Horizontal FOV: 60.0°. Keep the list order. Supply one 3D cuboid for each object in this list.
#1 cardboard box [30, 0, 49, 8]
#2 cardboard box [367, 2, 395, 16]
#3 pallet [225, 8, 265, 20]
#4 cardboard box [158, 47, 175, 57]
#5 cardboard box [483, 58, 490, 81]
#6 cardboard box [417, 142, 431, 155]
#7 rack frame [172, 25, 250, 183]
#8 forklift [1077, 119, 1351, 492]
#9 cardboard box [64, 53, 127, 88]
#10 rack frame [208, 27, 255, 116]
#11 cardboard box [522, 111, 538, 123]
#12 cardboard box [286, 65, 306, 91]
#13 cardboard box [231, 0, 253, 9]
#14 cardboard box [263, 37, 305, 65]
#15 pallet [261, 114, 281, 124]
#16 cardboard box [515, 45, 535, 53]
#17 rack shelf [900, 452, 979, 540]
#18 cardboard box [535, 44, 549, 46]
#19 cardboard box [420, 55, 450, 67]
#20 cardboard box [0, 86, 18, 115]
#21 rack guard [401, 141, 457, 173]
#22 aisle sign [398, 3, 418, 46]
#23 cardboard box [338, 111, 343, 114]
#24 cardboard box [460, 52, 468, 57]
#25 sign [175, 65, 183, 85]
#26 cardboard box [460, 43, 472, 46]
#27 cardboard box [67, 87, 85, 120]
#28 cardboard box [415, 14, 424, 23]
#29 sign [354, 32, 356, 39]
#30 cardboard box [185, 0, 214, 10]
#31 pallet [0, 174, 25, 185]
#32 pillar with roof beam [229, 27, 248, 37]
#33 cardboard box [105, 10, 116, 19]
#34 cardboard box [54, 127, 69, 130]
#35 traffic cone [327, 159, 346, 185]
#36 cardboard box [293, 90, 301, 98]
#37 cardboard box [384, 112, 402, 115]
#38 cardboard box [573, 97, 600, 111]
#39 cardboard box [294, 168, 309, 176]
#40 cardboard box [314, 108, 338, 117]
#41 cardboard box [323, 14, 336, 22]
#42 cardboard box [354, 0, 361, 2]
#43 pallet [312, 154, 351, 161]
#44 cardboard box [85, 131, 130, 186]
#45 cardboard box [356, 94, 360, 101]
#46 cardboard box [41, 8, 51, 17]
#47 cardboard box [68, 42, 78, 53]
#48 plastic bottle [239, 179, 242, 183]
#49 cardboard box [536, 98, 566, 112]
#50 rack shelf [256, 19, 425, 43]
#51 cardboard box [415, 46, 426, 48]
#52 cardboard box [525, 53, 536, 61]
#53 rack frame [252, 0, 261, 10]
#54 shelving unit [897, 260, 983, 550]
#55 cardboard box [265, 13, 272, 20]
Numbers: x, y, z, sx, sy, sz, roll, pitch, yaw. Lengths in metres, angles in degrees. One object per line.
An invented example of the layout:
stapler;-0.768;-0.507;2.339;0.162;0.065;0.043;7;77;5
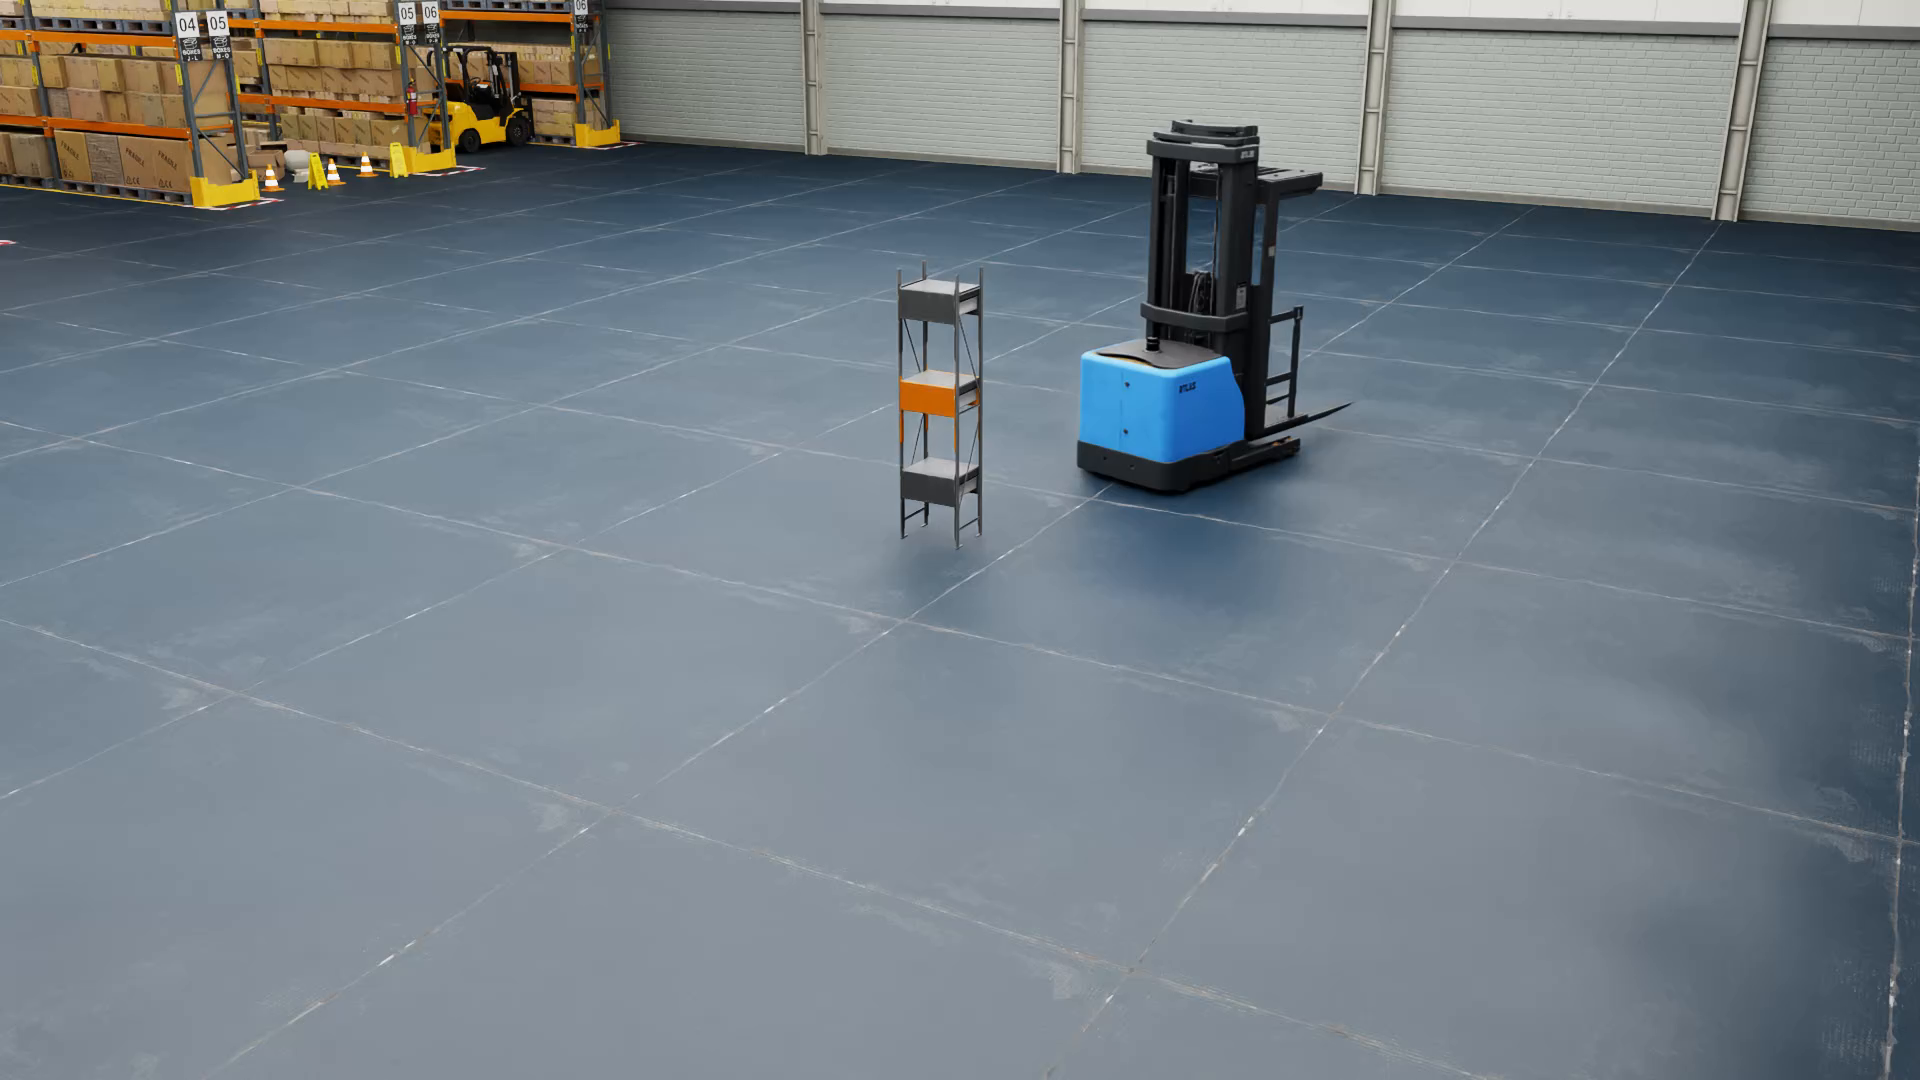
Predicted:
cardboard box;-16.094;-9.570;29.471;0.500;0.250;0.500;11;23;28
cardboard box;-11.145;-10.320;32.302;0.500;0.250;0.500;10;22;27
pallet;-14.545;-10.957;34.550;1.003;0.211;1.213;11;23;27
cardboard box;-16.812;-10.322;35.724;0.500;0.500;0.500;12;23;30
cardboard box;-10.476;-10.709;37.843;0.500;0.500;0.500;11;22;27
cardboard box;-11.136;-7.957;33.819;0.500;0.250;0.500;11;22;27
rack frame;-12.892;-7.346;28.717;0.127;3.000;1.000;11;23;27
forklift;2.414;-2.193;14.612;3.031;2.935;1.130;-19;27;-41
cardboard box;-15.542;-8.461;29.987;0.550;0.550;0.875;11;23;27
rack frame;-18.625;-12.310;42.402;0.127;3.000;1.000;11;23;27
cardboard box;-9.620;-9.608;37.638;0.500;0.250;0.500;10;22;26
cardboard box;-13.361;-9.455;33.950;0.500;0.500;0.500;11;23;27
cardboard box;-14.639;-11.092;34.250;0.500;0.250;0.500;10;22;26
cardboard box;-13.780;-10.020;34.041;0.500;0.500;0.700;11;22;27
pallet;-16.827;-10.672;41.977;1.213;0.211;1.003;11;23;27
cardboard box;-9.728;-10.985;37.216;0.250;0.149;0.380;11;23;28
rack shelf;-0.145;-0.344;12.826;0.480;0.518;0.431;11;23;27
cardboard box;-9.419;-11.174;37.736;0.250;0.149;0.380;10;22;26
cardboard box;-12.194;-11.150;38.690;0.500;0.250;0.500;10;22;26
cardboard box;-17.411;-8.149;30.785;0.500;0.500;0.500;11;22;27
rack guard;-10.633;-7.674;33.286;0.348;0.500;1.175;11;23;27
aisle sign;-10.654;-9.961;32.116;0.004;0.787;0.394;11;23;27
cardboard box;-12.966;-8.656;34.646;0.500;0.500;0.500;11;23;28
cardboard box;-11.264;-11.158;38.127;0.250;0.149;0.380;11;23;29
sign;-13.169;-7.842;28.040;0.005;0.325;0.100;11;23;27
cardboard box;-11.226;-11.319;38.135;0.250;0.149;0.380;11;23;28
cardboard box;-15.565;-7.939;30.132;0.550;0.550;0.875;11;23;27
cardboard box;-10.698;-10.280;32.775;0.250;0.149;0.380;11;23;27
sign;-14.865;-12.355;40.828;0.005;0.325;0.100;11;23;27
cardboard box;-13.188;-9.226;28.523;0.500;0.250;0.500;11;23;27
pallet;-18.164;-7.008;31.876;1.213;0.211;1.003;11;23;27
pillar with roof beam;-20.893;-14.233;38.905;0.400;9.000;9.100;11;23;27
cardboard box;-14.457;-9.048;28.616;0.250;0.149;0.380;11;23;28
cardboard box;-20.462;-9.951;38.399;0.875;0.875;0.875;12;23;29
traffic cone;-11.815;-6.944;31.329;0.334;0.463;0.336;11;23;27
cardboard box;-13.447;-9.174;34.124;0.250;0.149;0.380;11;23;27
cardboard box;-13.433;-10.400;40.003;0.625;0.625;0.875;10;22;25
cardboard box;-8.476;-9.825;37.503;0.500;0.250;0.500;10;22;26
cardboard box;-12.695;-7.112;32.254;0.380;0.149;0.250;-11;23;-29
cardboard box;-12.909;-8.718;33.864;0.250;0.149;0.380;12;23;30
cardboard box;-12.377;-10.346;32.958;0.250;0.149;0.380;10;22;27
cardboard box;-11.640;-10.620;32.544;0.250;0.149;0.380;11;23;28
pallet;-13.455;-8.089;34.856;1.213;0.211;1.003;11;23;27
cardboard box;-15.081;-6.935;30.085;0.875;0.875;0.875;11;23;28
cardboard box;-11.880;-8.893;33.350;0.250;0.149;0.380;11;23;28
cardboard box;-16.005;-9.343;29.430;0.250;0.149;0.380;11;23;28
cardboard box;-19.450;-10.945;37.027;0.500;0.500;0.500;10;22;26
plastic bottle;-13.586;-6.823;31.586;0.283;0.061;0.133;3;20;9
cardboard box;-9.152;-9.756;37.312;0.500;0.250;0.500;11;23;28
rack shelf;-12.312;-10.241;33.353;4.000;0.370;1.077;11;23;27
cardboard box;-12.708;-11.641;39.460;0.250;0.149;0.380;11;23;27
cardboard box;-9.490;-10.811;37.171;0.250;0.149;0.380;10;22;26
rack frame;-14.058;-12.321;33.636;0.127;3.000;1.000;11;23;27
shelving unit;-0.145;-1.015;12.583;0.503;2.100;0.431;11;23;27
cardboard box;-13.904;-10.667;33.843;0.250;0.149;0.380;10;22;26
